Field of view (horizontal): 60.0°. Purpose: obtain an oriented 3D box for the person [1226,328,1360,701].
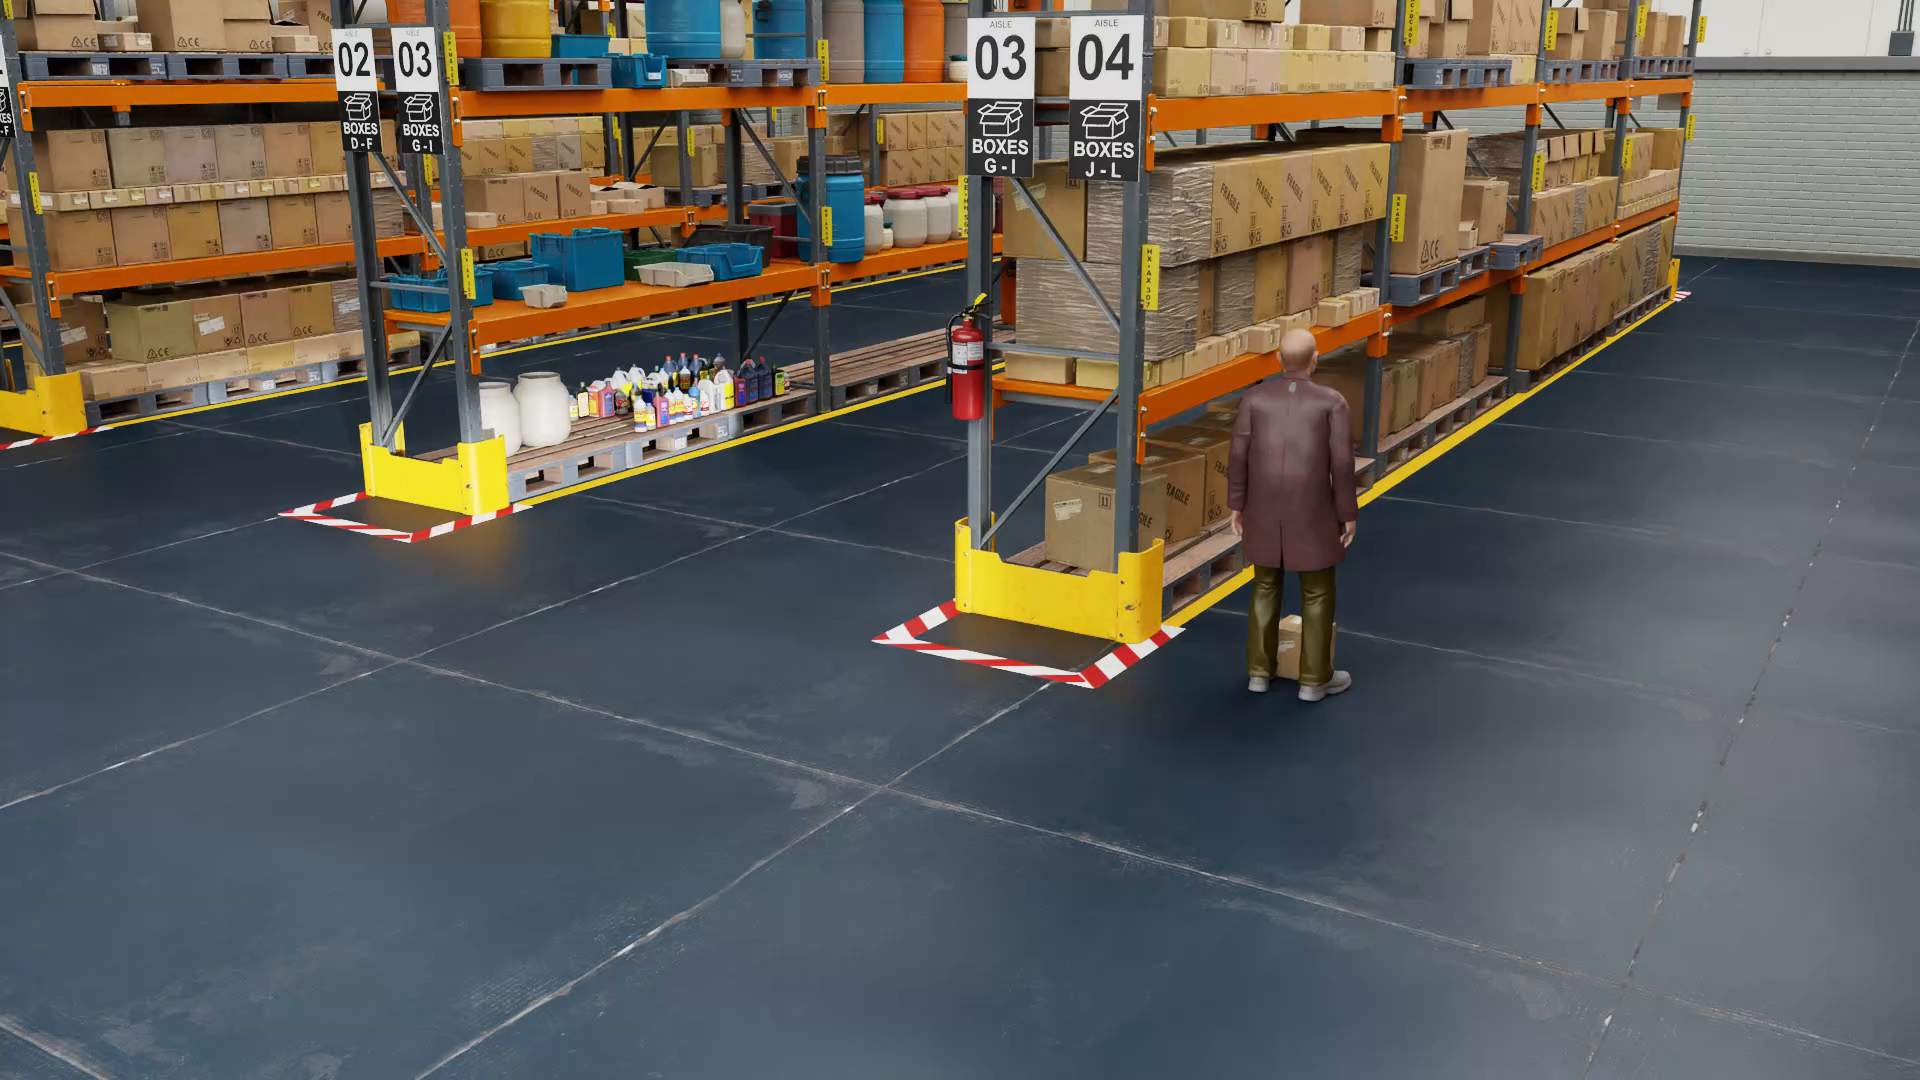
[{"bbox_3d":[1.595,-0.125,8.001,0.648,1.772,0.429,8,18,26],"label":"person"}]
